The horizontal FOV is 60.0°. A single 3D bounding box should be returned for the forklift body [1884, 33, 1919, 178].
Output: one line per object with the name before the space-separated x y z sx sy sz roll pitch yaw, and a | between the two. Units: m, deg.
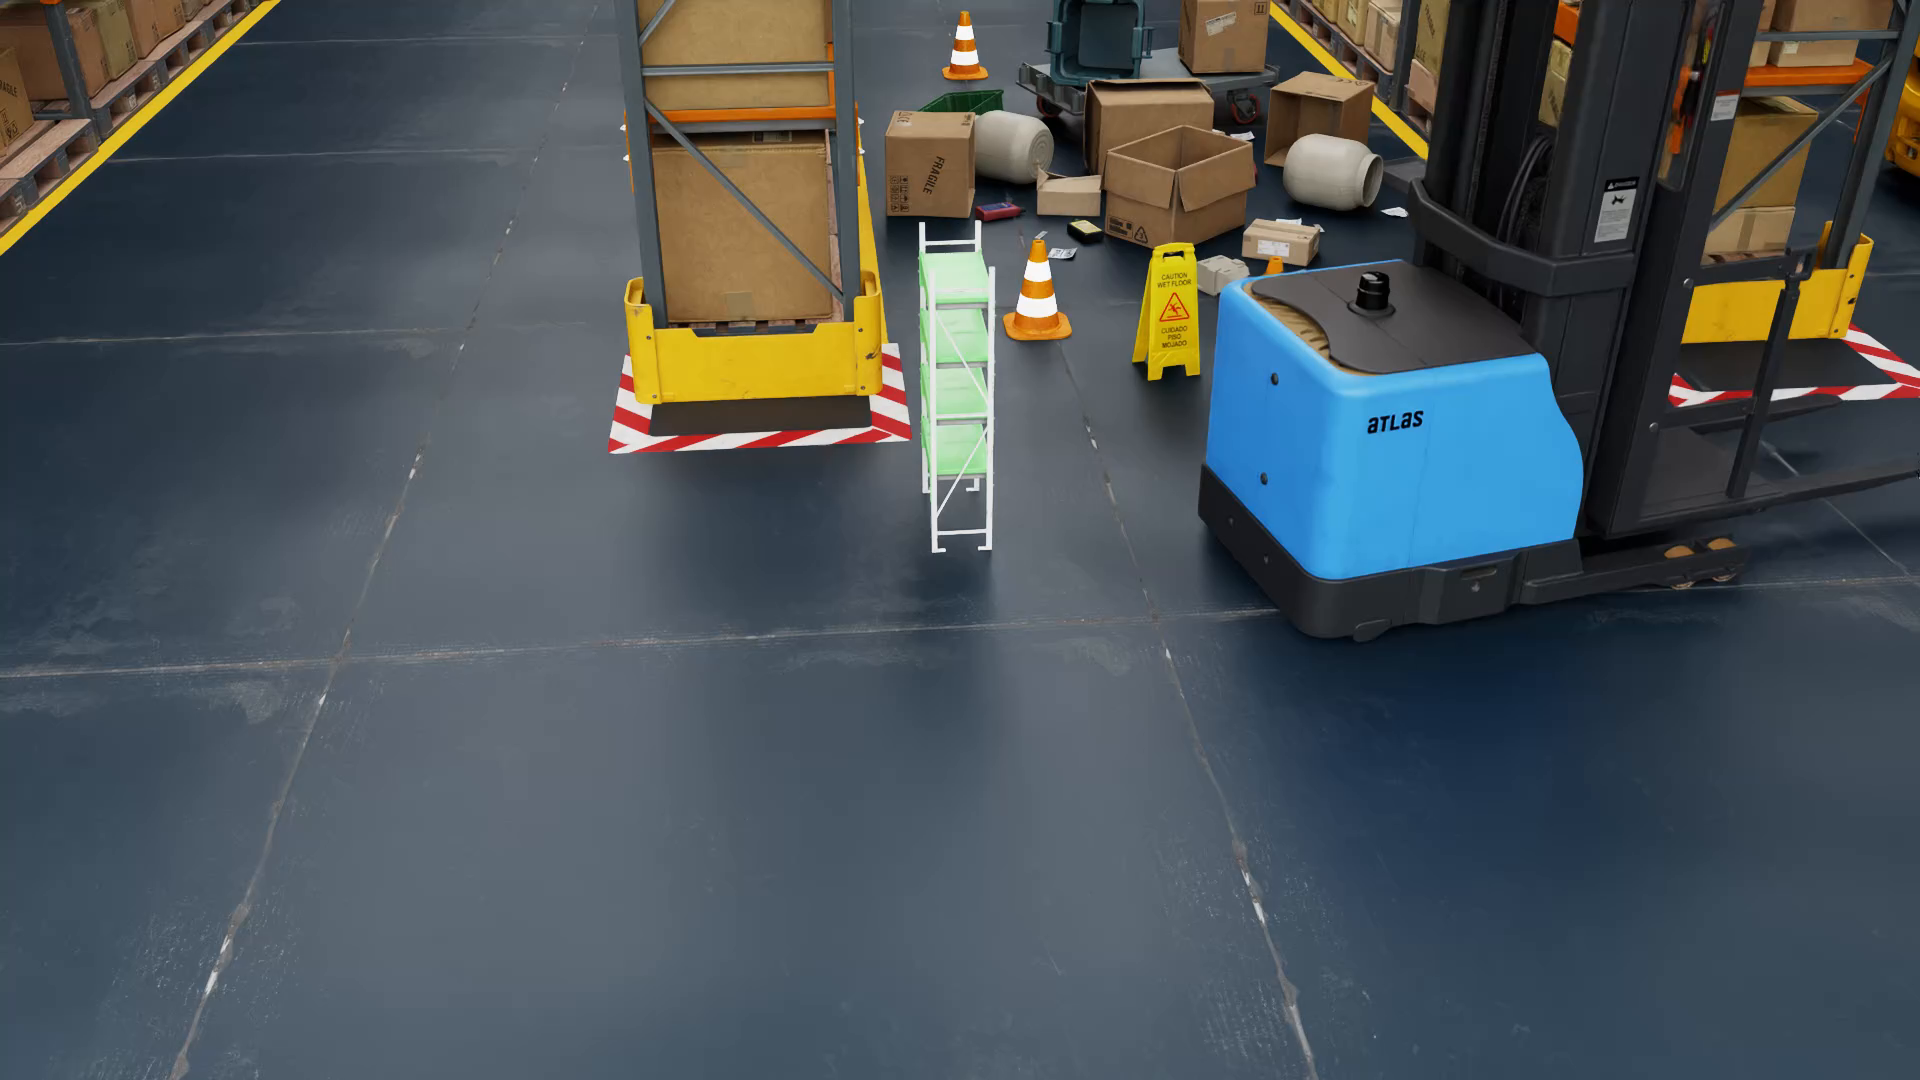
forklift body | 6.901 -3.096 9.835 2.313 2.155 1.214 -3 31 -5

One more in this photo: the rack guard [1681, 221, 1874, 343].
rack guard | 3.946 -1.305 8.448 1.175 0.500 0.348 -3 31 -5

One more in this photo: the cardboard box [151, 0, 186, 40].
cardboard box | -6.454 -4.152 12.785 0.700 0.500 0.500 0 31 0

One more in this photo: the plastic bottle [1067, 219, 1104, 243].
plastic bottle | 0.716 -1.815 9.729 0.133 0.061 0.283 -14 33 -22

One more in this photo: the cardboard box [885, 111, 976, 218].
cardboard box | -0.173 -2.278 10.073 0.500 0.500 0.500 2 31 4

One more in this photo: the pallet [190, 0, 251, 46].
pallet | -6.589 -4.353 13.832 1.003 0.211 1.213 -3 31 -5

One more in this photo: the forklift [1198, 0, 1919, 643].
forklift | 2.546 -1.316 6.094 3.031 2.935 1.130 -9 32 -15

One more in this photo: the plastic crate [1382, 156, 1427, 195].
plastic crate | 2.910 -2.288 10.502 0.402 0.080 0.583 -14 33 -22

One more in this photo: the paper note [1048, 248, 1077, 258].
paper note | 0.582 -1.636 9.461 0.144 0.017 0.142 8 32 13

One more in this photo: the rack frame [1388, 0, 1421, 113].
rack frame | 3.580 -4.382 11.161 1.000 3.000 0.127 -3 31 -5

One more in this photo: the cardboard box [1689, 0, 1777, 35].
cardboard box | 3.628 -2.774 8.082 0.500 0.500 0.500 -3 31 -5

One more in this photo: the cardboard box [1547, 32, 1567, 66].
cardboard box | 3.474 -2.784 9.394 0.380 0.149 0.250 -1 31 -2

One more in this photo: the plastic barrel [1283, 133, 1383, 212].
plastic barrel | 2.253 -2.216 10.047 0.512 0.421 0.421 20 36 29

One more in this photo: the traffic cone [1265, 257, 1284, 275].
traffic cone | 1.555 -1.182 8.277 0.336 0.463 0.334 -3 31 -5

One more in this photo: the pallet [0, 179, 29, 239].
pallet | -6.072 -1.745 9.465 1.003 0.211 1.213 -3 31 -5

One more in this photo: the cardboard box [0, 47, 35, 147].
cardboard box | -6.289 -2.808 10.554 0.500 0.500 0.500 -4 31 -6

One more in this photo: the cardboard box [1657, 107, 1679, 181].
cardboard box | 3.619 -2.058 8.811 0.500 0.500 0.500 -3 31 -4

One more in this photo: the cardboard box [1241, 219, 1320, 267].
cardboard box | 1.820 -1.688 9.431 0.380 0.149 0.250 13 33 21

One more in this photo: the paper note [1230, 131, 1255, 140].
paper note | 1.931 -2.755 11.333 0.148 0.019 0.142 -3 31 -5

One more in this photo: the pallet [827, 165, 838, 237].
pallet | -1.229 -1.880 9.691 1.003 0.211 1.213 -3 31 -5

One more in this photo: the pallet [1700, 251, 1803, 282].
pallet | 3.906 -1.598 9.219 1.003 0.211 1.213 -3 31 -5

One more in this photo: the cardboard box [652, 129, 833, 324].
cardboard box | -1.095 -1.662 8.270 0.875 0.875 0.875 -3 31 -4

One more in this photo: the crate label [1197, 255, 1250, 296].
crate label | 1.420 -1.440 9.028 0.250 0.136 0.298 -20 36 -30

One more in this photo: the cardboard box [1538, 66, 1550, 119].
cardboard box | 3.527 -2.582 9.689 0.500 0.500 0.500 -3 31 -6

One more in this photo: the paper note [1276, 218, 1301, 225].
paper note | 1.953 -1.888 9.893 0.148 0.019 0.142 8 32 13

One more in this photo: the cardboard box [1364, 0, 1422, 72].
cardboard box | 3.528 -3.702 12.175 0.950 0.372 0.625 -2 31 -4

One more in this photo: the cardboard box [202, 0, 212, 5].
cardboard box | -6.578 -4.724 13.742 0.700 0.500 0.500 -4 31 -7

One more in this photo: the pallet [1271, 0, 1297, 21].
pallet | 3.277 -4.828 14.627 1.003 0.211 1.213 -3 31 -5

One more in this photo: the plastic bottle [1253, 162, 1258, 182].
plastic bottle | 1.833 -2.372 10.661 0.133 0.061 0.283 2 31 4

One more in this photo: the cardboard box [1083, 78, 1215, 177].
cardboard box | 1.173 -2.579 10.444 0.797 0.637 0.503 -3 31 -5

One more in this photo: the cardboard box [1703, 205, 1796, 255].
cardboard box | 4.153 -1.765 9.051 0.500 0.250 0.500 -3 31 -5

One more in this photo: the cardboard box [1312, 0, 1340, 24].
cardboard box | 3.391 -4.424 13.384 0.950 0.372 0.625 -2 31 -3

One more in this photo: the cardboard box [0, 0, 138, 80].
cardboard box | -6.349 -3.582 11.830 0.700 0.500 0.500 -3 31 -5

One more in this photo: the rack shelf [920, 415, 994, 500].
rack shelf | -0.015 -0.339 6.740 0.258 0.148 0.480 -3 31 -5

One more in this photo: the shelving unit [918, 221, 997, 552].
shelving unit | -0.015 -0.600 6.584 0.258 1.200 0.503 -3 31 -5

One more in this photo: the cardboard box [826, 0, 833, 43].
cardboard box | -1.046 -2.874 8.491 0.875 0.550 0.550 -3 31 -5

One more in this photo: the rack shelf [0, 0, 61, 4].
rack shelf | -6.100 -2.577 8.841 1.077 0.370 4.000 -3 31 -5

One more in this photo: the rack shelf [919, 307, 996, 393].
rack shelf | -0.015 -0.751 6.494 0.258 0.148 0.480 -3 31 -5

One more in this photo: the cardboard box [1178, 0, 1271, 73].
cardboard box | 1.810 -3.533 11.439 0.500 0.500 0.500 -3 31 -5

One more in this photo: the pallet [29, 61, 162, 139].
pallet | -6.361 -3.107 11.747 1.003 0.211 1.213 -3 31 -5

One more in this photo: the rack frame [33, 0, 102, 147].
rack frame | -6.287 -3.907 10.366 1.000 3.000 0.127 -3 31 -5

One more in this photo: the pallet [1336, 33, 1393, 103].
pallet | 3.505 -3.582 12.541 1.003 0.211 1.213 -3 31 -5

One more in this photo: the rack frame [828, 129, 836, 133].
rack frame | -1.339 -4.093 10.678 1.000 3.000 0.127 -3 31 -5

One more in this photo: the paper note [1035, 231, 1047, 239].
paper note | 0.475 -1.785 9.729 0.032 0.001 0.123 13 33 21

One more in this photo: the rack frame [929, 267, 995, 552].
rack frame | 0.007 -0.475 6.375 0.240 1.200 0.015 -3 31 -5

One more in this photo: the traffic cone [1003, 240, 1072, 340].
traffic cone | 0.399 -1.301 8.477 0.336 0.463 0.334 -3 31 -5

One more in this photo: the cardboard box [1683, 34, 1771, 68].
cardboard box | 3.705 -2.413 8.109 0.380 0.149 0.250 -2 31 -3

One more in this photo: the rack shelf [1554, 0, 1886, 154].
rack shelf | 3.766 -3.052 9.636 1.077 0.370 4.000 -3 31 -5
